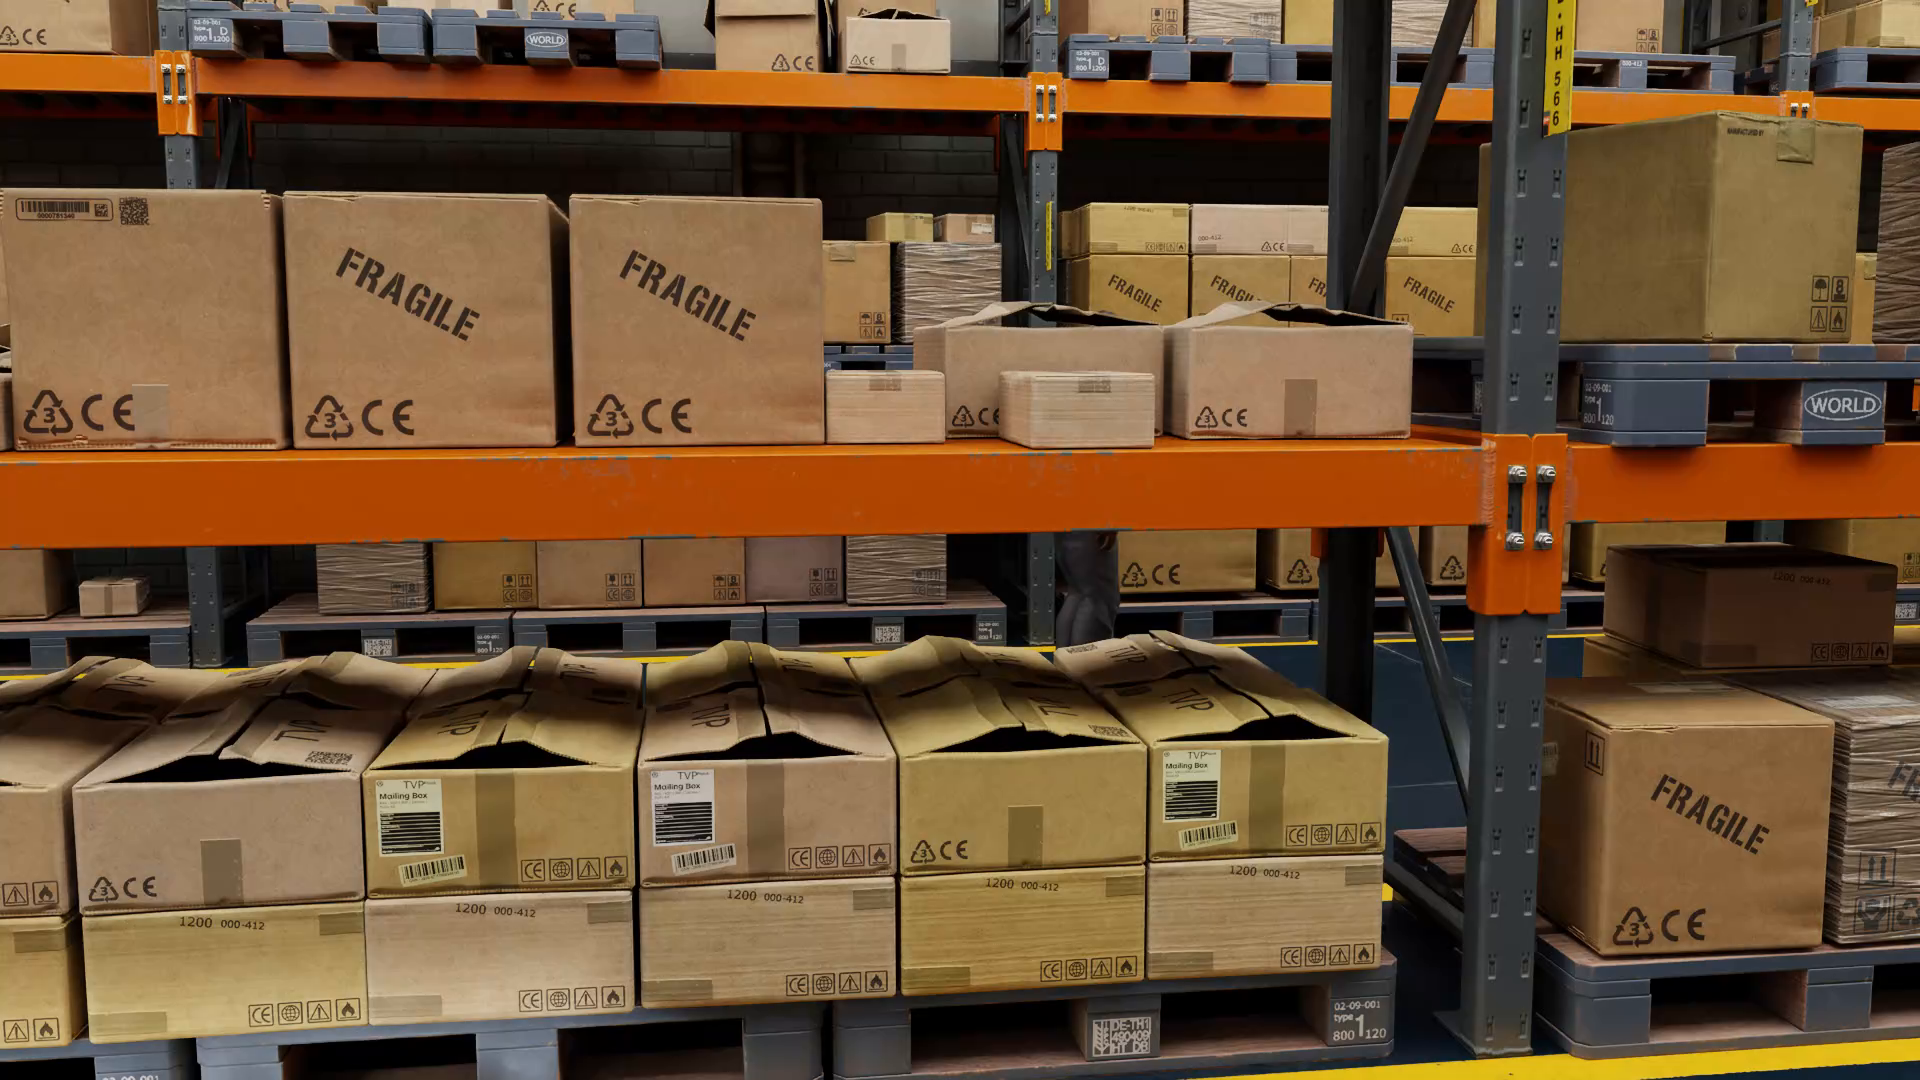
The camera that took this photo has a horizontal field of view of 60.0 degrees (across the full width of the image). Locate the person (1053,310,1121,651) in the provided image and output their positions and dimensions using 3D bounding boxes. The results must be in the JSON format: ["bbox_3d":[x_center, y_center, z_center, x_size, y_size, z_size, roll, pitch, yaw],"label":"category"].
[{"bbox_3d":[0.532,-0.116,6.863,0.347,1.655,0.505,-1,7,-8],"label":"person"}]
